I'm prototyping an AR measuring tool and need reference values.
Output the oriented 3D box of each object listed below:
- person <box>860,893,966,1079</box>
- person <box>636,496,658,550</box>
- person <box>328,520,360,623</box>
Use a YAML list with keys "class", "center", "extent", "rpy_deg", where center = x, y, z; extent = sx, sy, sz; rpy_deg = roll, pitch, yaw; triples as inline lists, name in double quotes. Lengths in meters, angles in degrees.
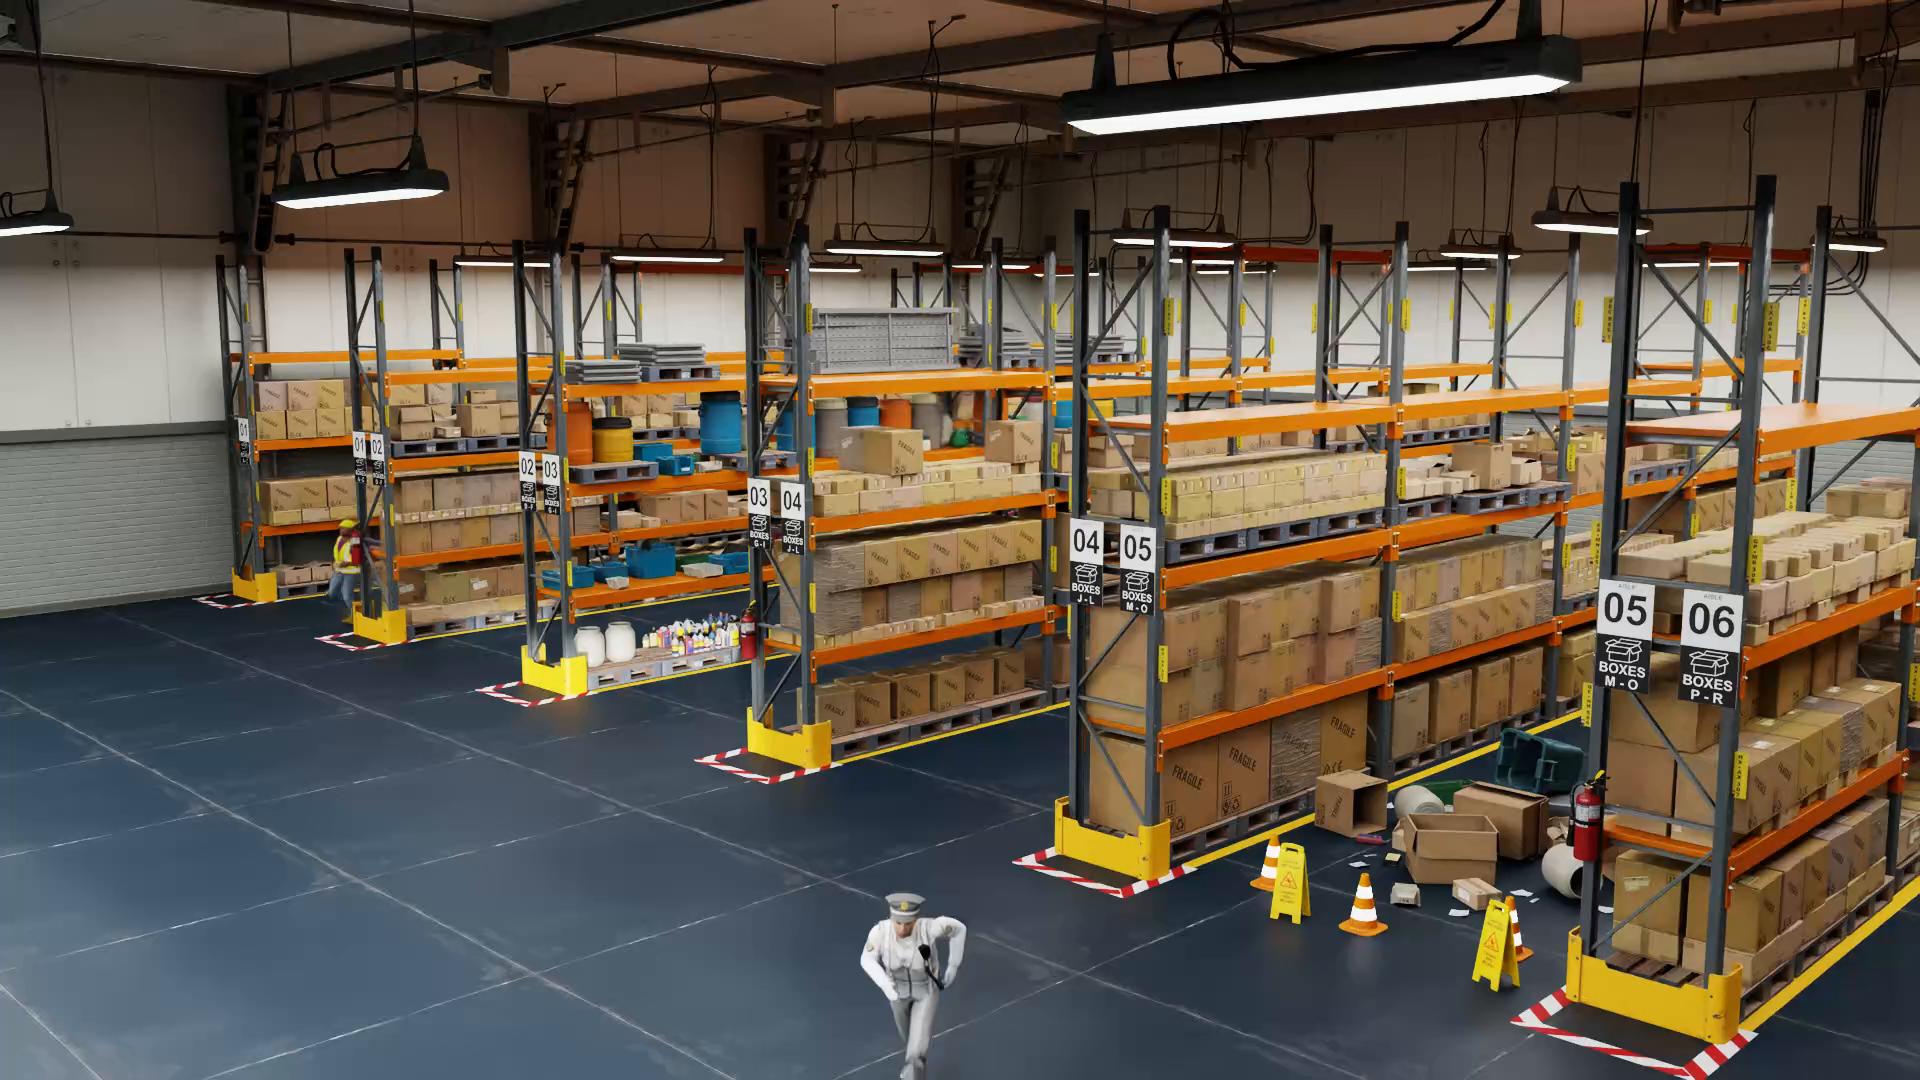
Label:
- class: "person"
  center: [-0.284, 2.921, 10.627]
  extent: [0.658, 1.625, 0.964]
  rpy_deg: [1, 8, 5]
- class: "person"
  center: [-5.841, -0.023, 31.283]
  extent: [0.475, 1.604, 0.835]
  rpy_deg: [6, 10, 38]
- class: "person"
  center: [-9.895, 0.515, 26.837]
  extent: [0.688, 1.711, 0.556]
  rpy_deg: [4, 9, 27]
